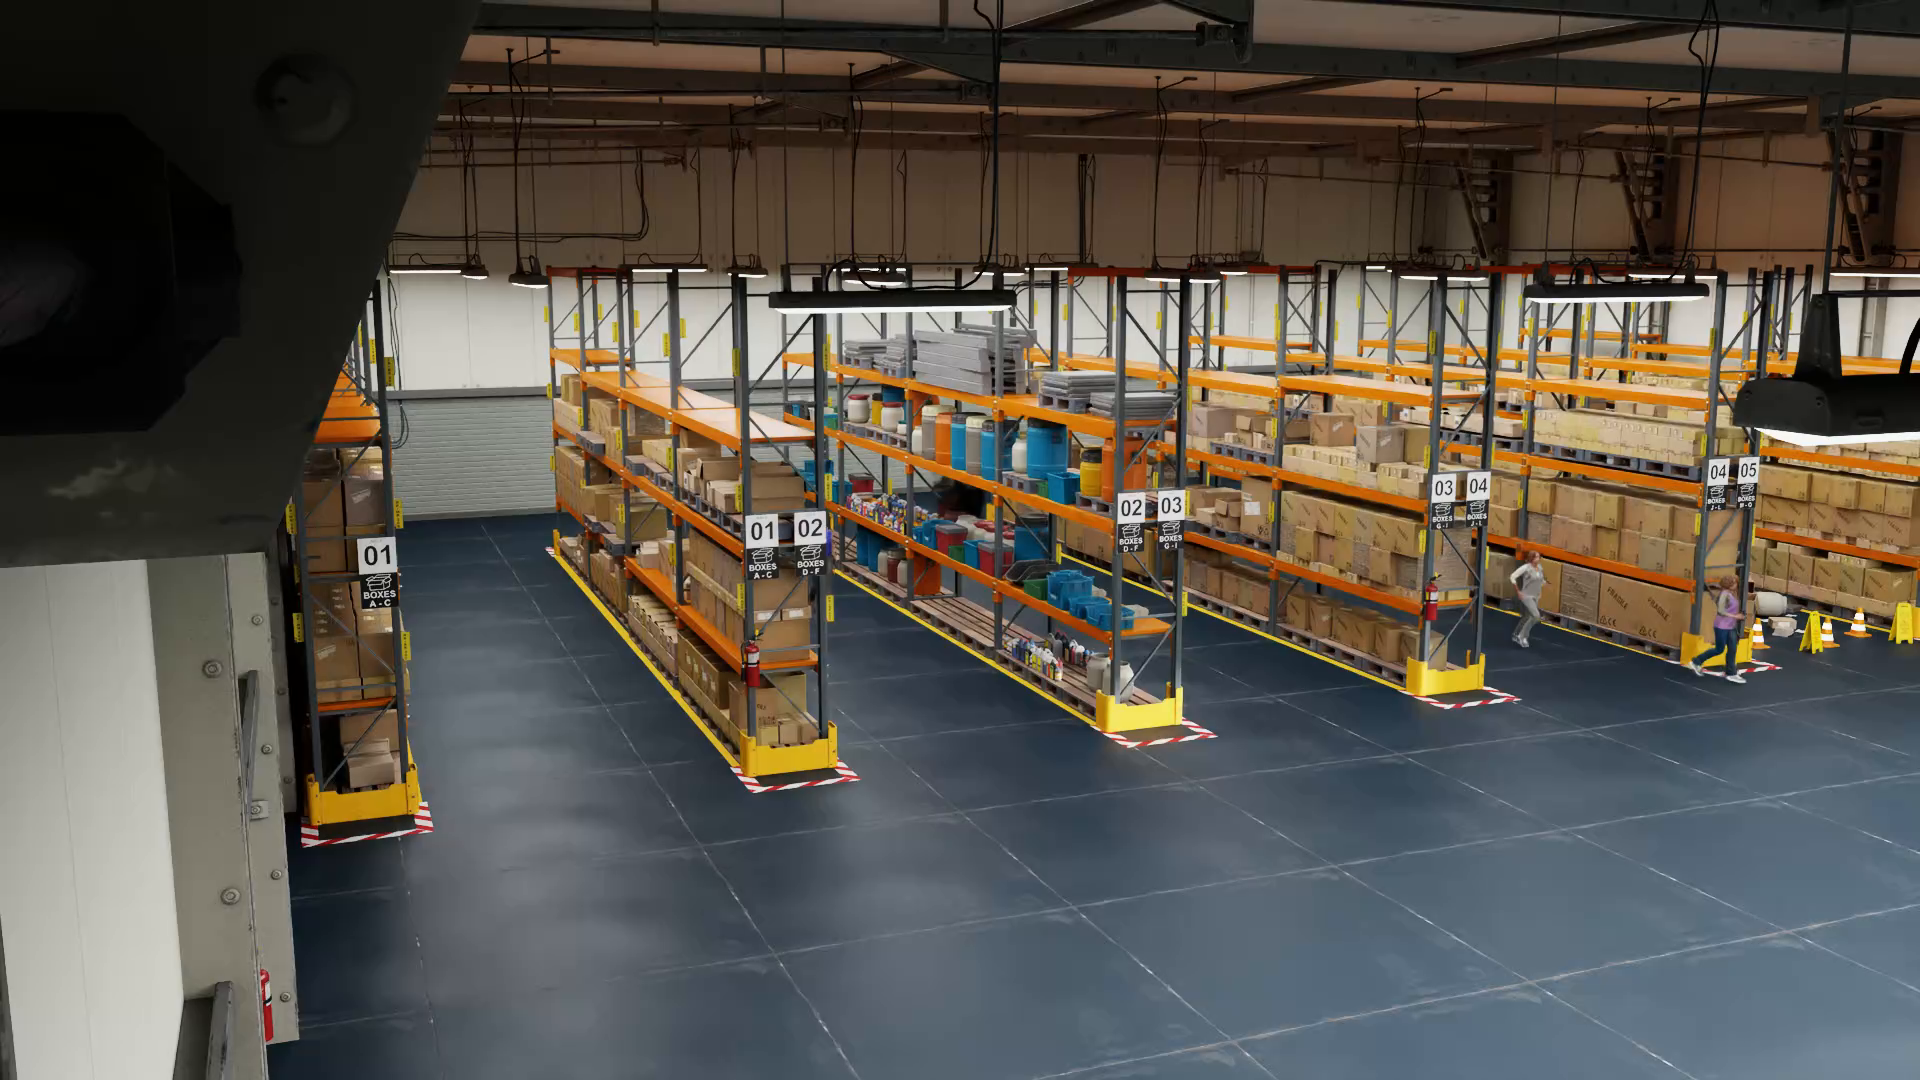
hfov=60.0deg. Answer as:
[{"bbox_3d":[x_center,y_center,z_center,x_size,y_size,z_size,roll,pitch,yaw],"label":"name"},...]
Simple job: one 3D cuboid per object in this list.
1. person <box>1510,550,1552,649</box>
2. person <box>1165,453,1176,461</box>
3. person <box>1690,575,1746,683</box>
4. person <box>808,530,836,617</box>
[{"bbox_3d":[9.157,0.943,26.658,0.534,1.591,0.658,-7,12,-33],"label":"person"},{"bbox_3d":[5.232,-1.674,41.474,0.593,1.646,0.781,-3,10,-19],"label":"person"},{"bbox_3d":[11.240,1.292,24.543,0.790,1.588,0.573,6,12,32],"label":"person"},{"bbox_3d":[-2.299,0.423,27.799,0.579,1.660,0.774,-6,12,-33],"label":"person"}]
